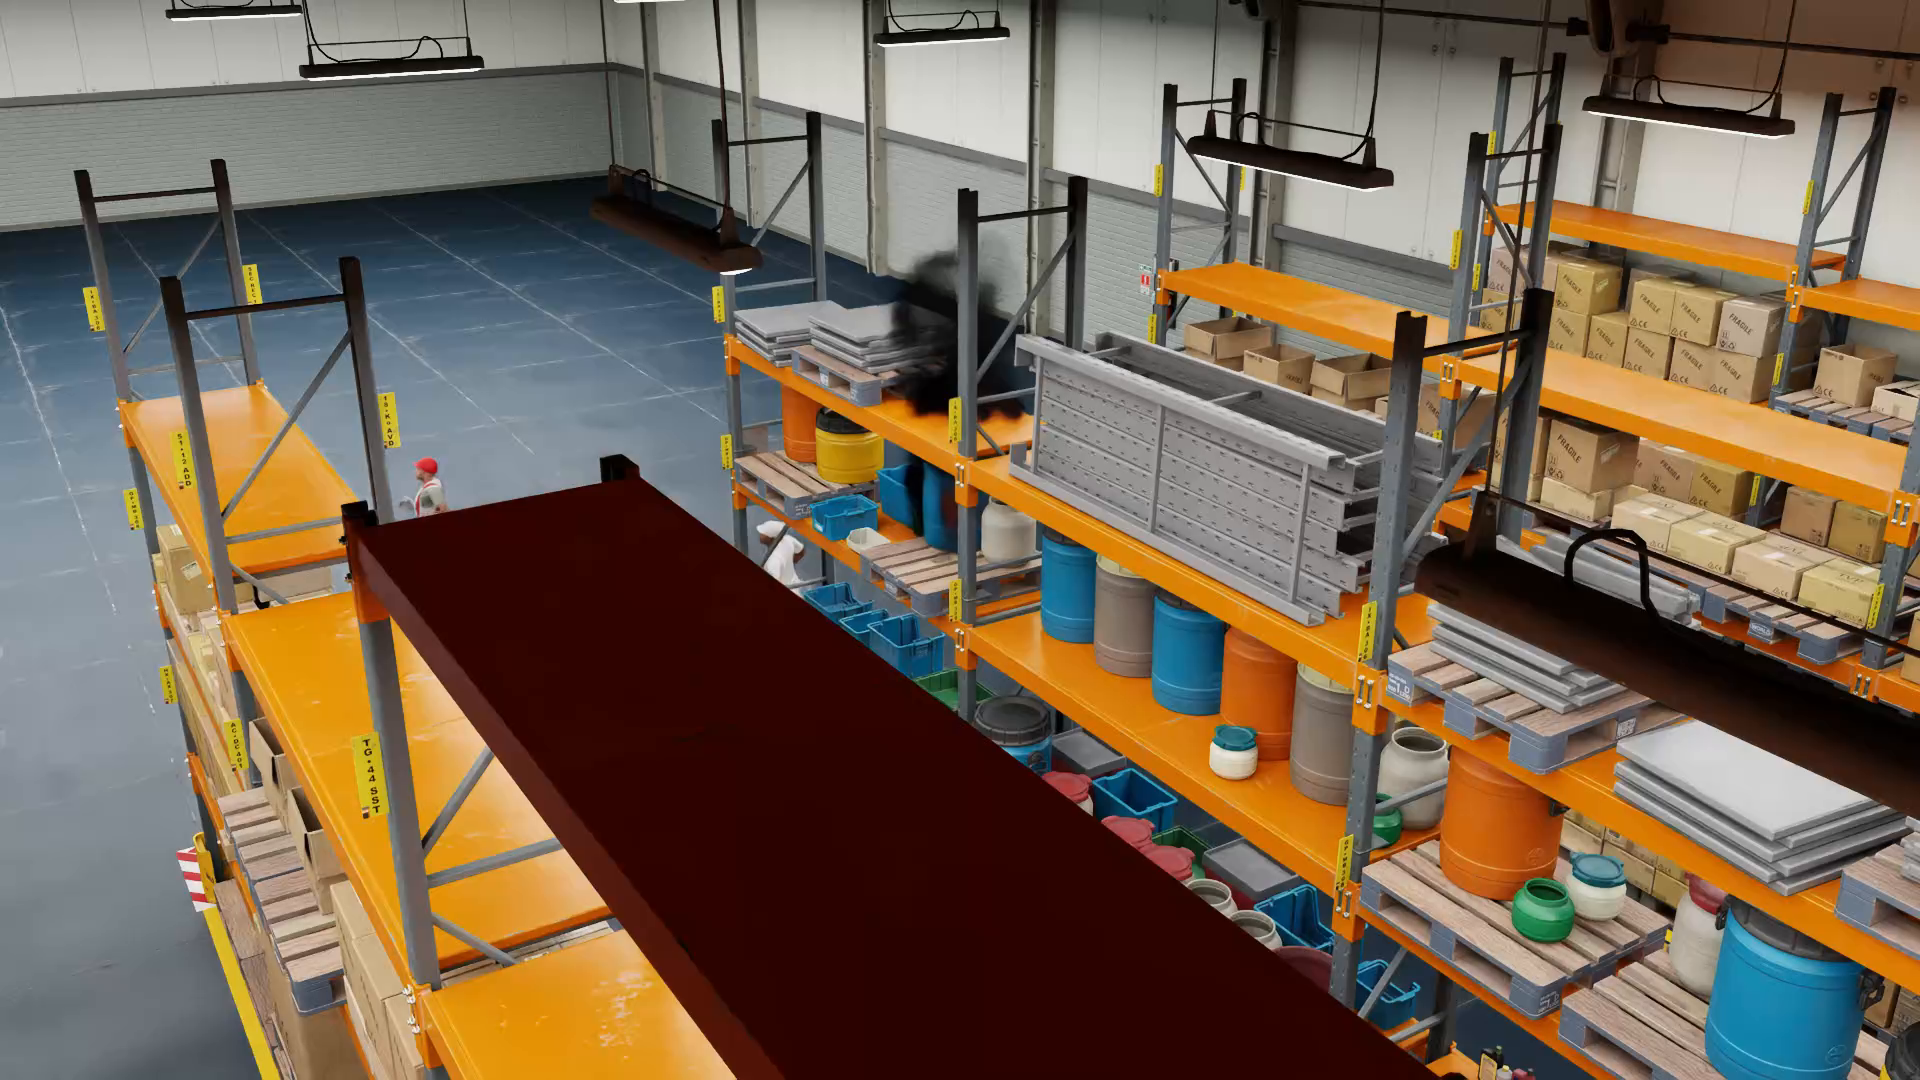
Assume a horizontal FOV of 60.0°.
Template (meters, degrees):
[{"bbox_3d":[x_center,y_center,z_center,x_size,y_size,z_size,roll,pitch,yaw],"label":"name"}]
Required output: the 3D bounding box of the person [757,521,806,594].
[{"bbox_3d":[-1.912,0.538,17.772,0.563,1.675,0.745,4,22,9],"label":"person"}]

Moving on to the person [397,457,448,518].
[{"bbox_3d":[-6.146,-0.087,19.226,0.681,1.809,0.635,-3,22,-6],"label":"person"}]
